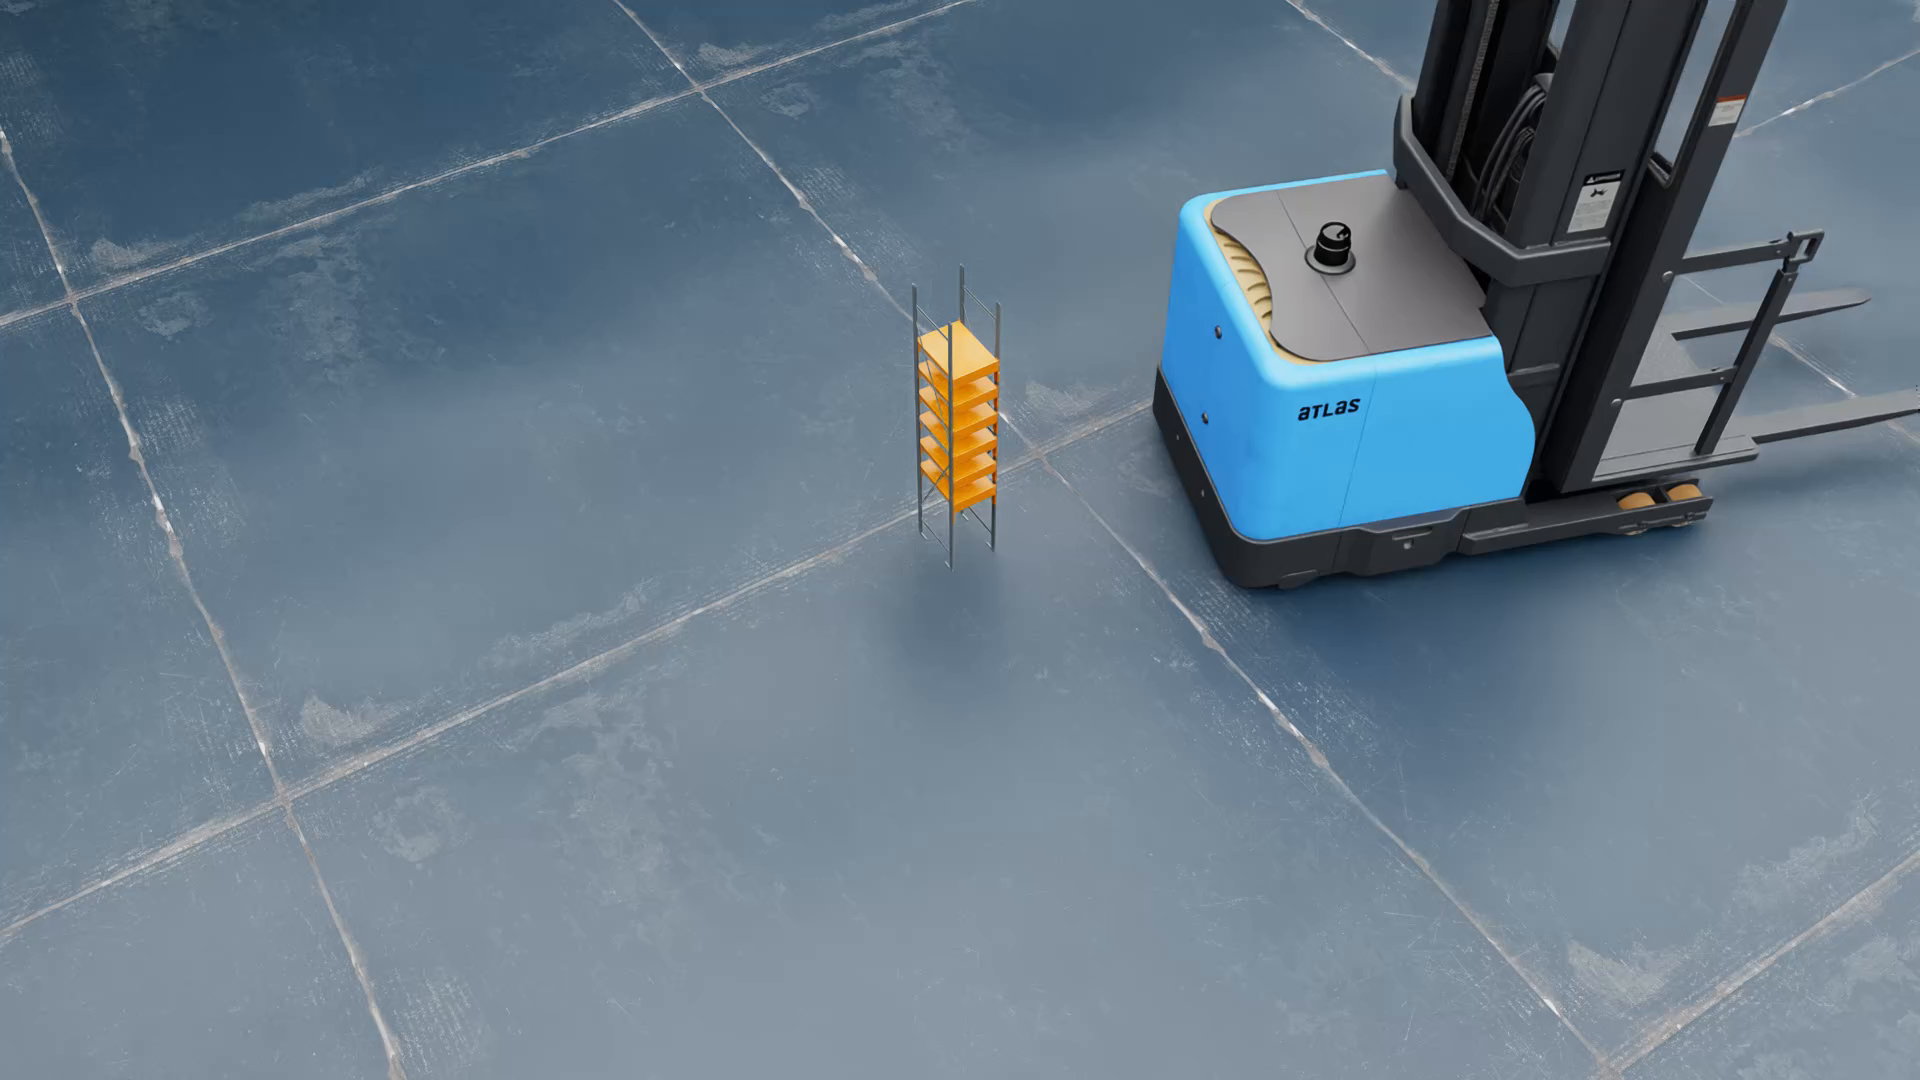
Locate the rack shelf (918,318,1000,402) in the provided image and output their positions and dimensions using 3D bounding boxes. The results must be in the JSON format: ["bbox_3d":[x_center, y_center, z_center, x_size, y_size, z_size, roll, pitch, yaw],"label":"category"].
[{"bbox_3d":[-0.012,-0.603,5.561,0.180,0.103,0.258,-25,53,-21],"label":"rack shelf"}]

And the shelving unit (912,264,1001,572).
[{"bbox_3d":[-0.012,-0.393,5.797,0.189,1.200,0.258,-25,53,-21],"label":"shelving unit"}]

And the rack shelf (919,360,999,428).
[{"bbox_3d":[-0.012,-0.523,5.651,0.180,0.103,0.258,-25,53,-21],"label":"rack shelf"}]

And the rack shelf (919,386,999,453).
[{"bbox_3d":[-0.012,-0.444,5.740,0.180,0.103,0.258,-25,53,-21],"label":"rack shelf"}]

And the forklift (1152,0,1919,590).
[{"bbox_3d":[2.337,-1.372,5.509,3.031,2.935,1.130,-10,49,-8],"label":"forklift"}]

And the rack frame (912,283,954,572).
[{"bbox_3d":[-0.090,-0.357,5.764,0.006,1.200,0.240,-25,53,-21],"label":"rack frame"}]

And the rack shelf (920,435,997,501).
[{"bbox_3d":[-0.012,-0.284,5.920,0.180,0.103,0.258,-25,53,-21],"label":"rack shelf"}]

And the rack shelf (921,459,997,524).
[{"bbox_3d":[-0.012,-0.204,6.009,0.180,0.103,0.258,-25,53,-21],"label":"rack shelf"}]

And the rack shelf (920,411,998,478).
[{"bbox_3d":[-0.012,-0.364,5.830,0.180,0.103,0.258,-25,53,-21],"label":"rack shelf"}]

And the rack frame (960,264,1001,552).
[{"bbox_3d":[0.065,-0.430,5.829,0.006,1.200,0.240,-25,53,-21],"label":"rack frame"}]
